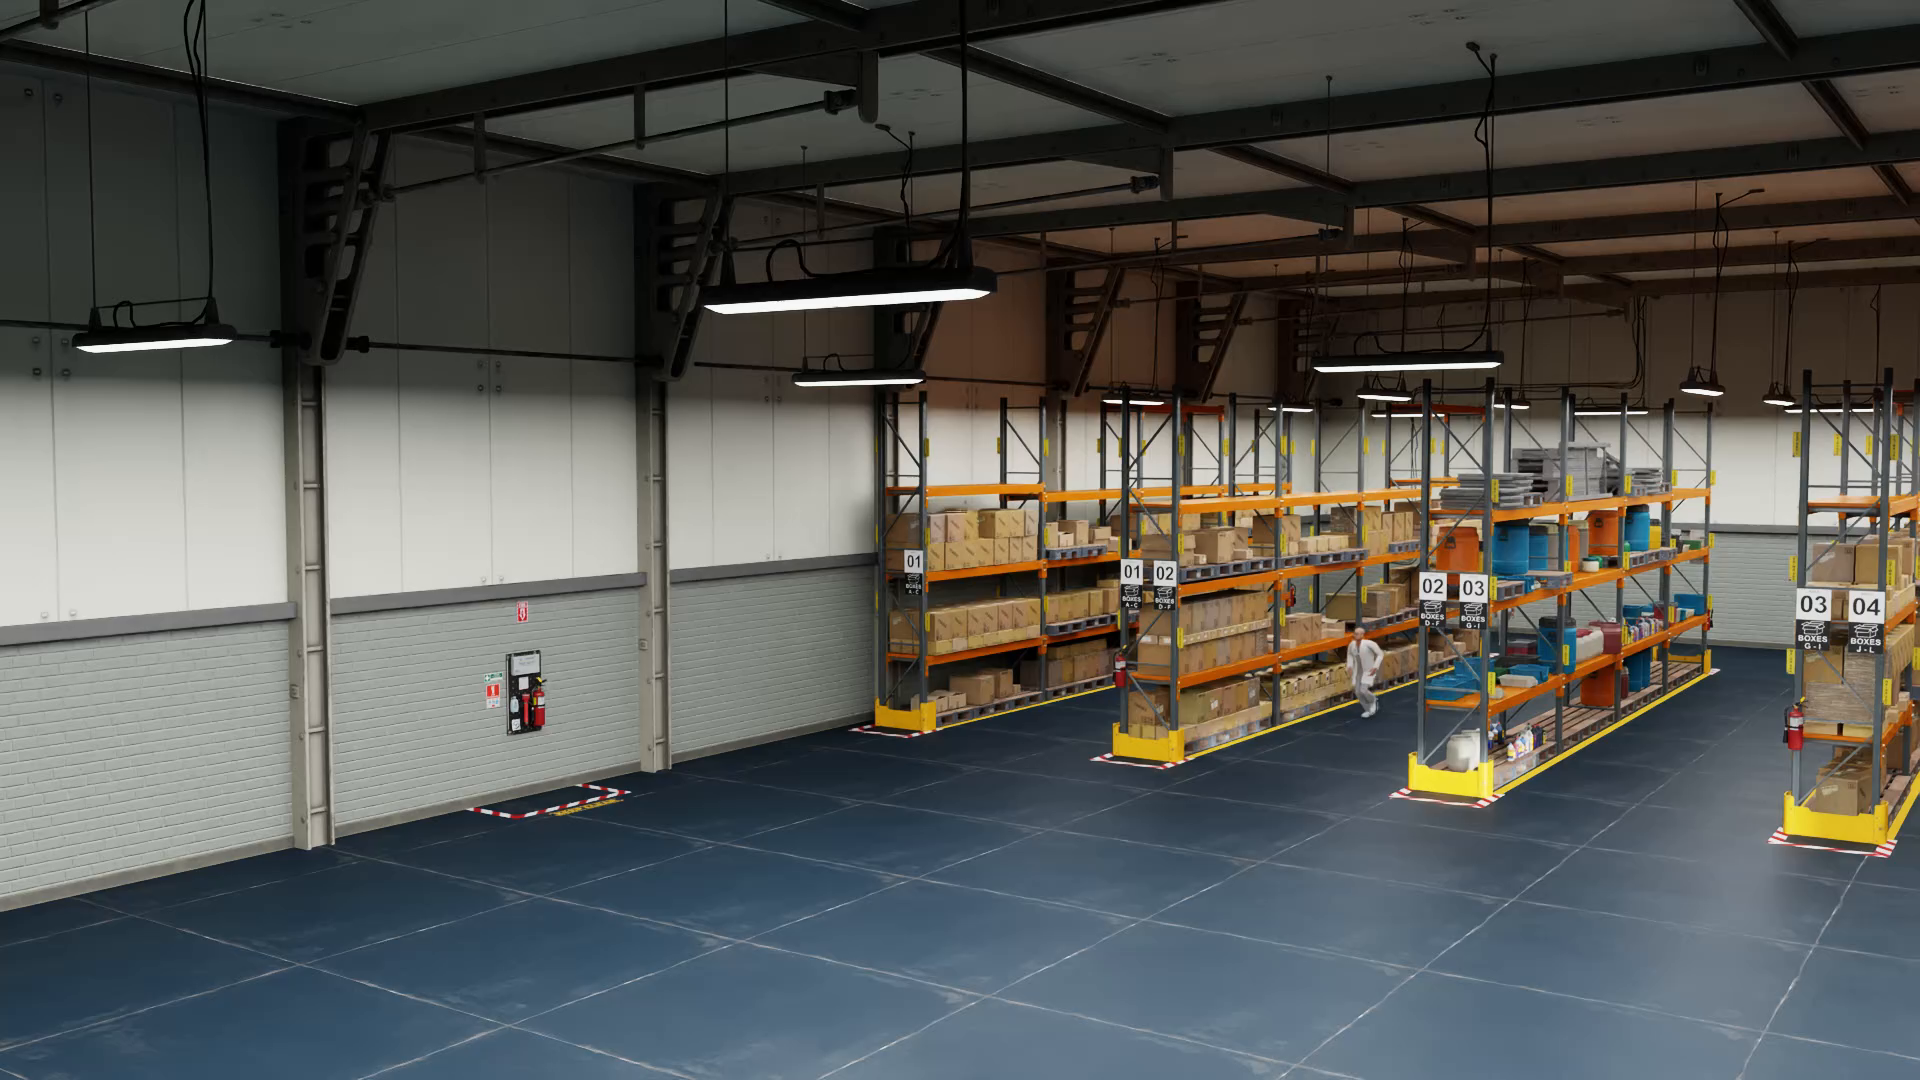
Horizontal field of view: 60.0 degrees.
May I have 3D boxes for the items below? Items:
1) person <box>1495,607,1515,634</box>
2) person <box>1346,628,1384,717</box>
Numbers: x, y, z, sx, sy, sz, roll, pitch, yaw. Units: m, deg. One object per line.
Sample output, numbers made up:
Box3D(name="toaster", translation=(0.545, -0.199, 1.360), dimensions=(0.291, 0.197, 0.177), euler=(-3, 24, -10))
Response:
Box3D(name="person", translation=(13.844, 1.839, 42.243), dimensions=(0.446, 1.619, 0.987), euler=(0, 3, 3))
Box3D(name="person", translation=(7.532, 2.456, 30.856), dimensions=(0.753, 1.687, 0.634), euler=(3, 4, 43))
